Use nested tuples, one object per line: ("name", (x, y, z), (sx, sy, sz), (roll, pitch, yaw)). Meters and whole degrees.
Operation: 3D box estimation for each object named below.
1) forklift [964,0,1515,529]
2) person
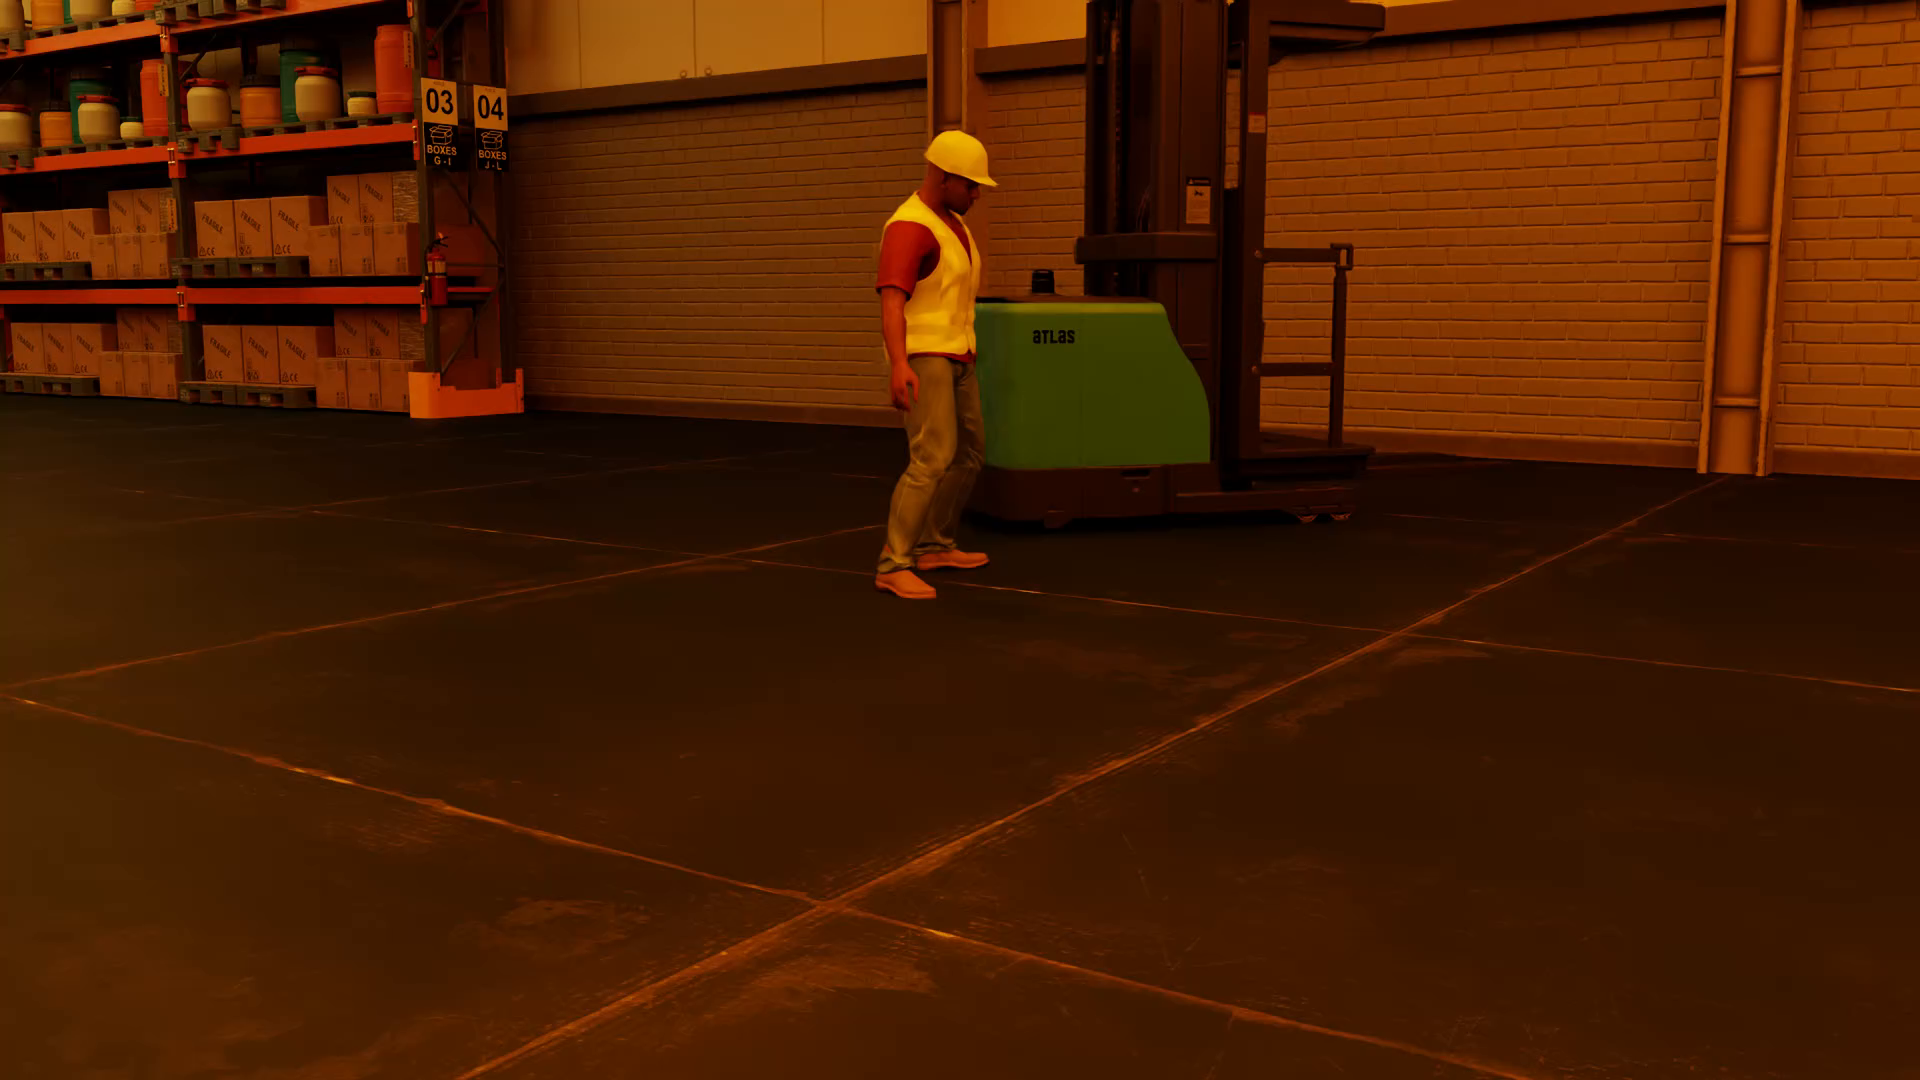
("forklift", (1.447, -1.609, 8.505), (3.031, 2.935, 1.130), (-3, 9, -21))
("person", (-0.064, -0.679, 6.357), (0.435, 1.716, 0.970), (3, 8, 17))
